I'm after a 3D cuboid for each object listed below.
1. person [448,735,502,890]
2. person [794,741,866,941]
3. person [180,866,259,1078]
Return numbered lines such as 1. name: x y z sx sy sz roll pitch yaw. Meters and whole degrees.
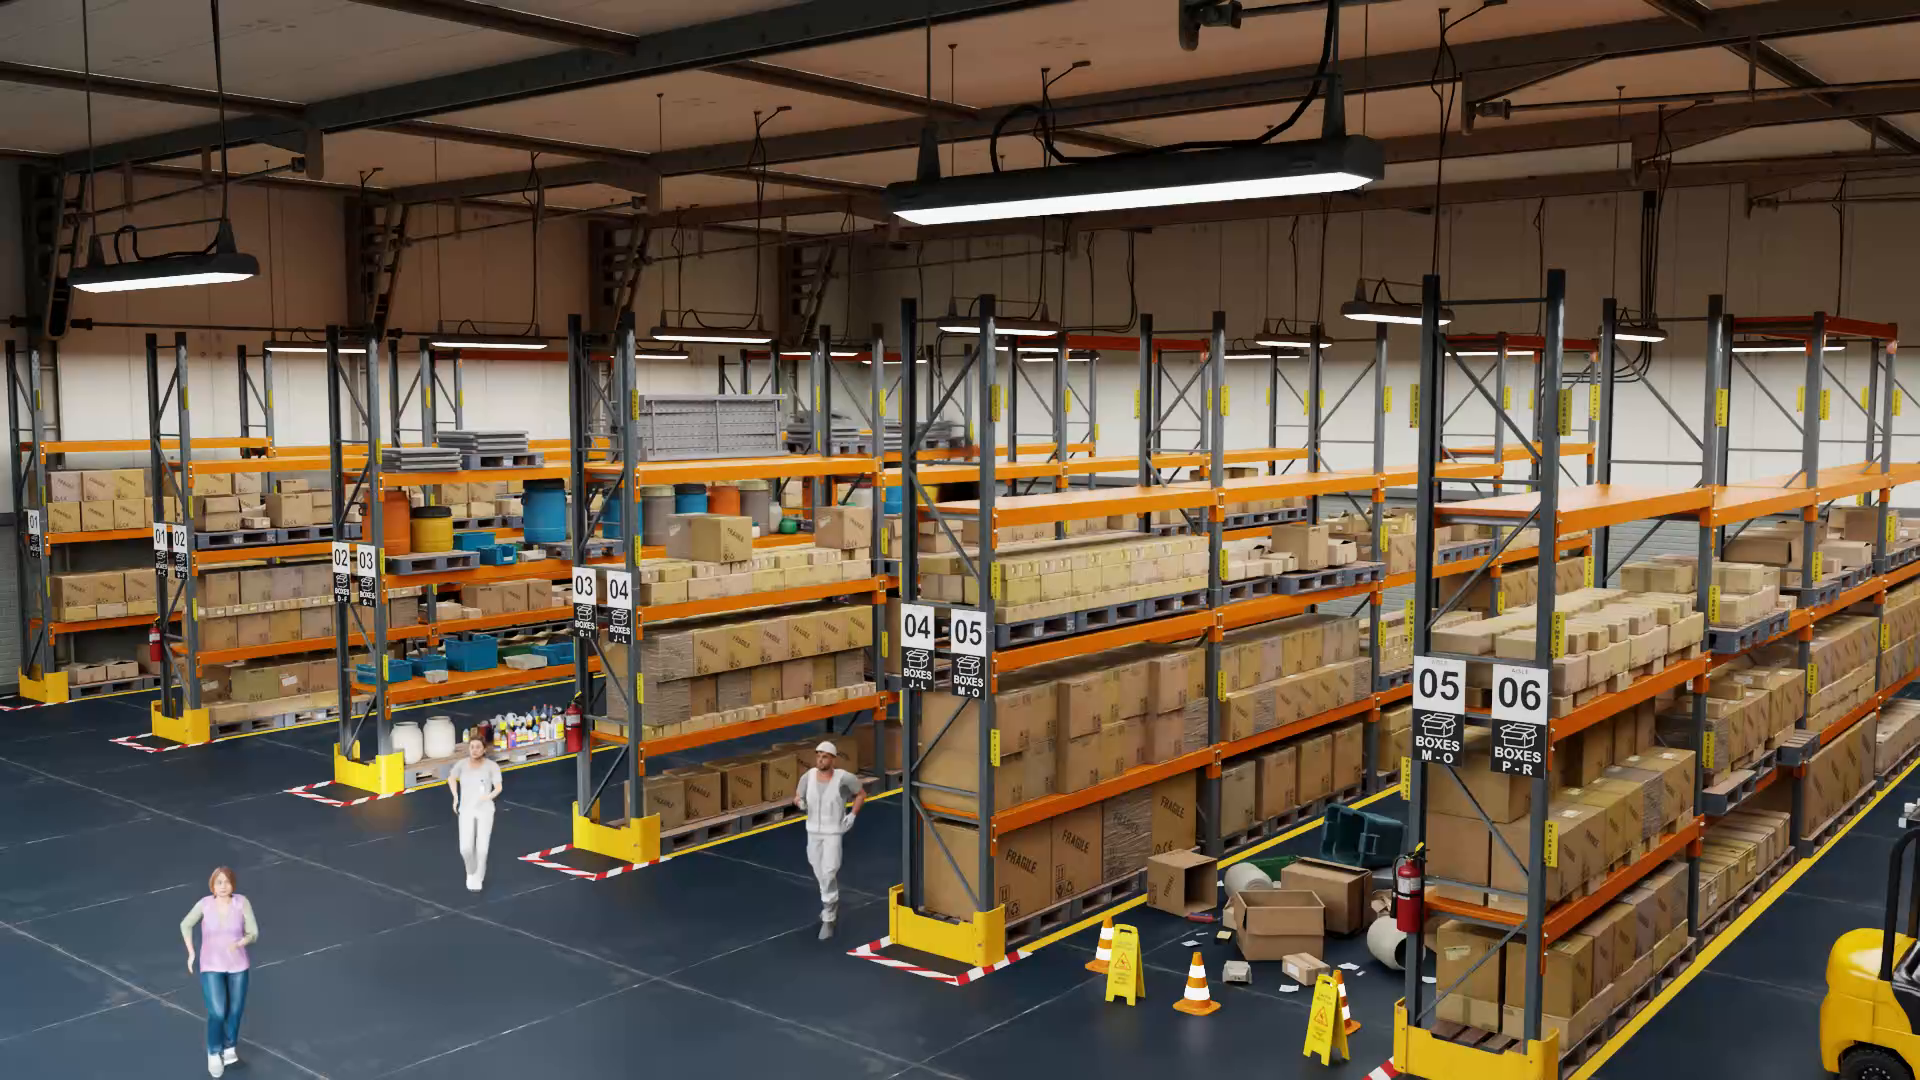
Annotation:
1. person: -4.983 2.806 17.087 0.558 1.636 0.571 -1 5 -9
2. person: -1.285 2.843 15.939 0.647 1.859 0.714 2 6 22
3. person: -5.542 3.232 12.504 0.506 1.567 0.656 -3 6 -32
